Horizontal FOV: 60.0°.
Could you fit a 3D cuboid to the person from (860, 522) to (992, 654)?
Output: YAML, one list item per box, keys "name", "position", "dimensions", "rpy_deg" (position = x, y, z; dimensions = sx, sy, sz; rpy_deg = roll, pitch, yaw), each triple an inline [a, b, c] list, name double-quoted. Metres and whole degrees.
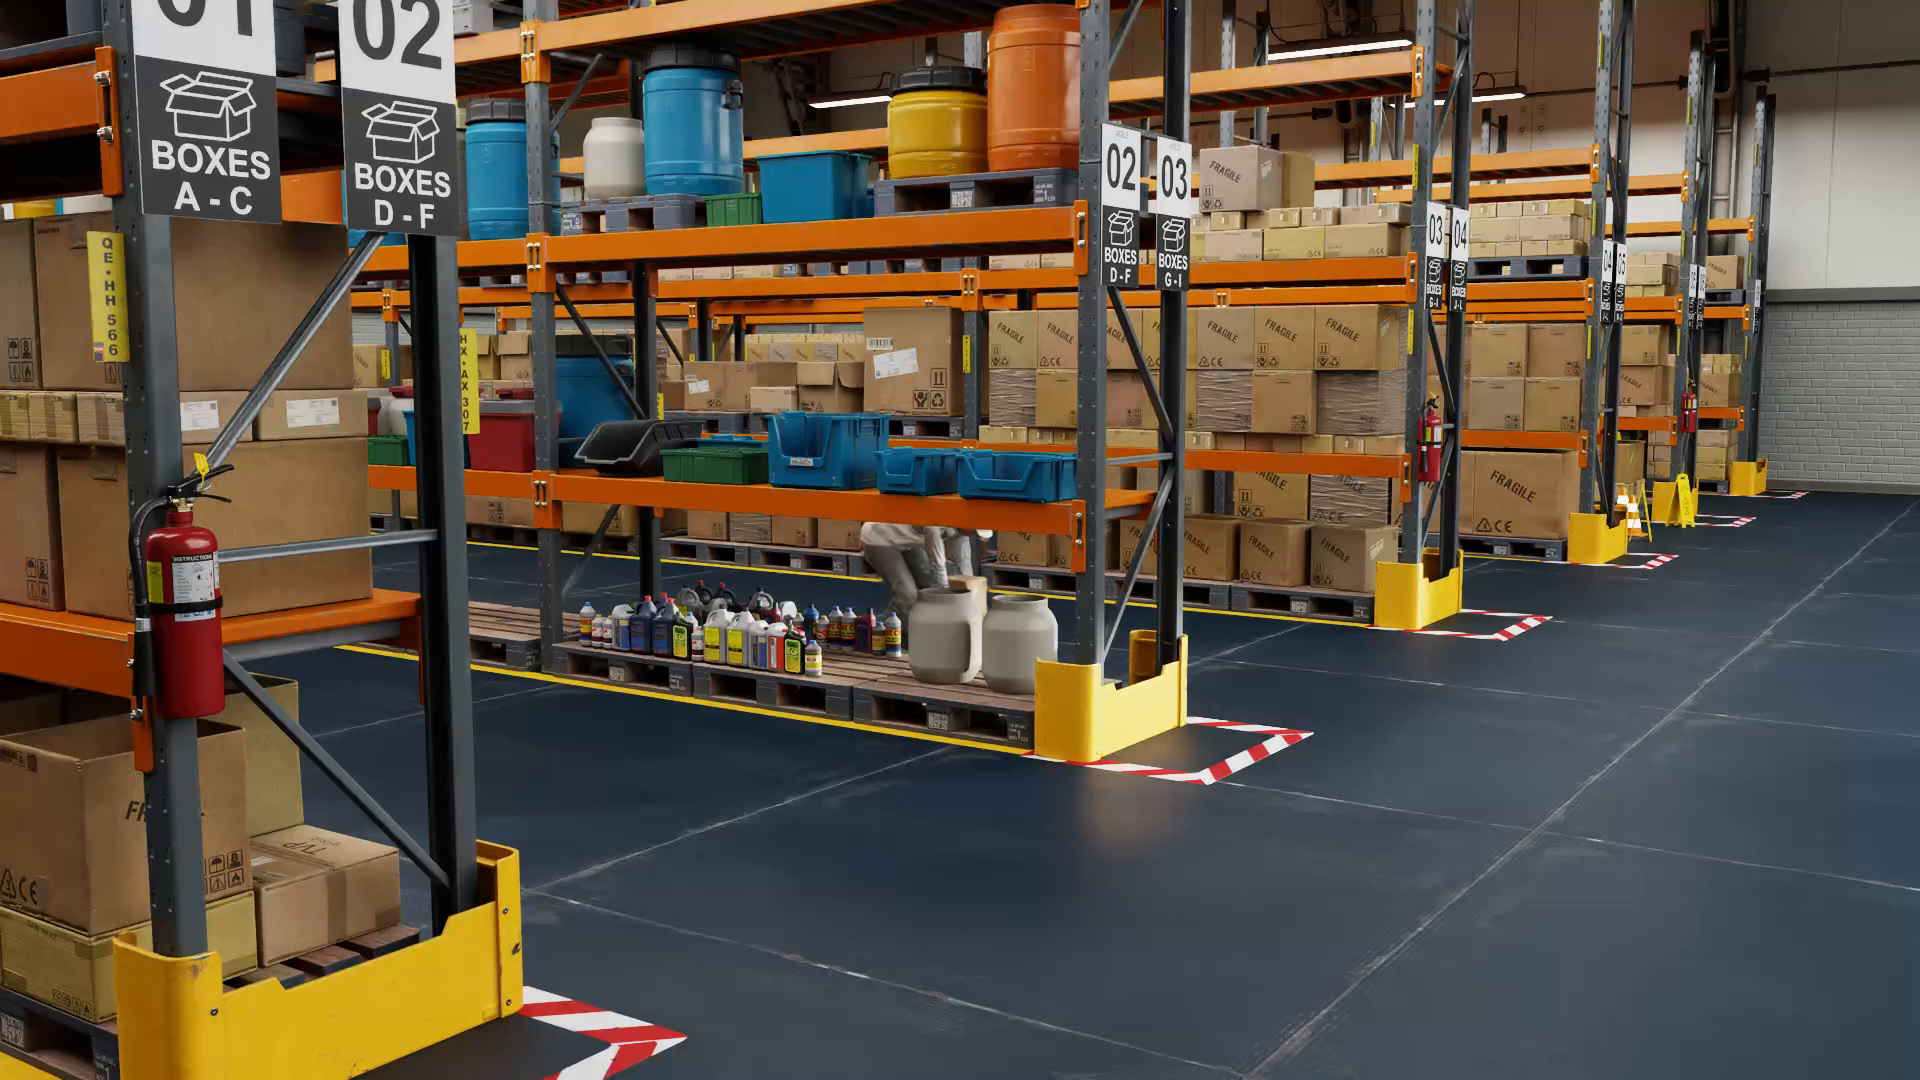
- name: "person"
  position: [-0.200, 0.249, 11.317]
  dimensions: [0.992, 1.132, 0.496]
  rpy_deg: [4, 7, 31]
